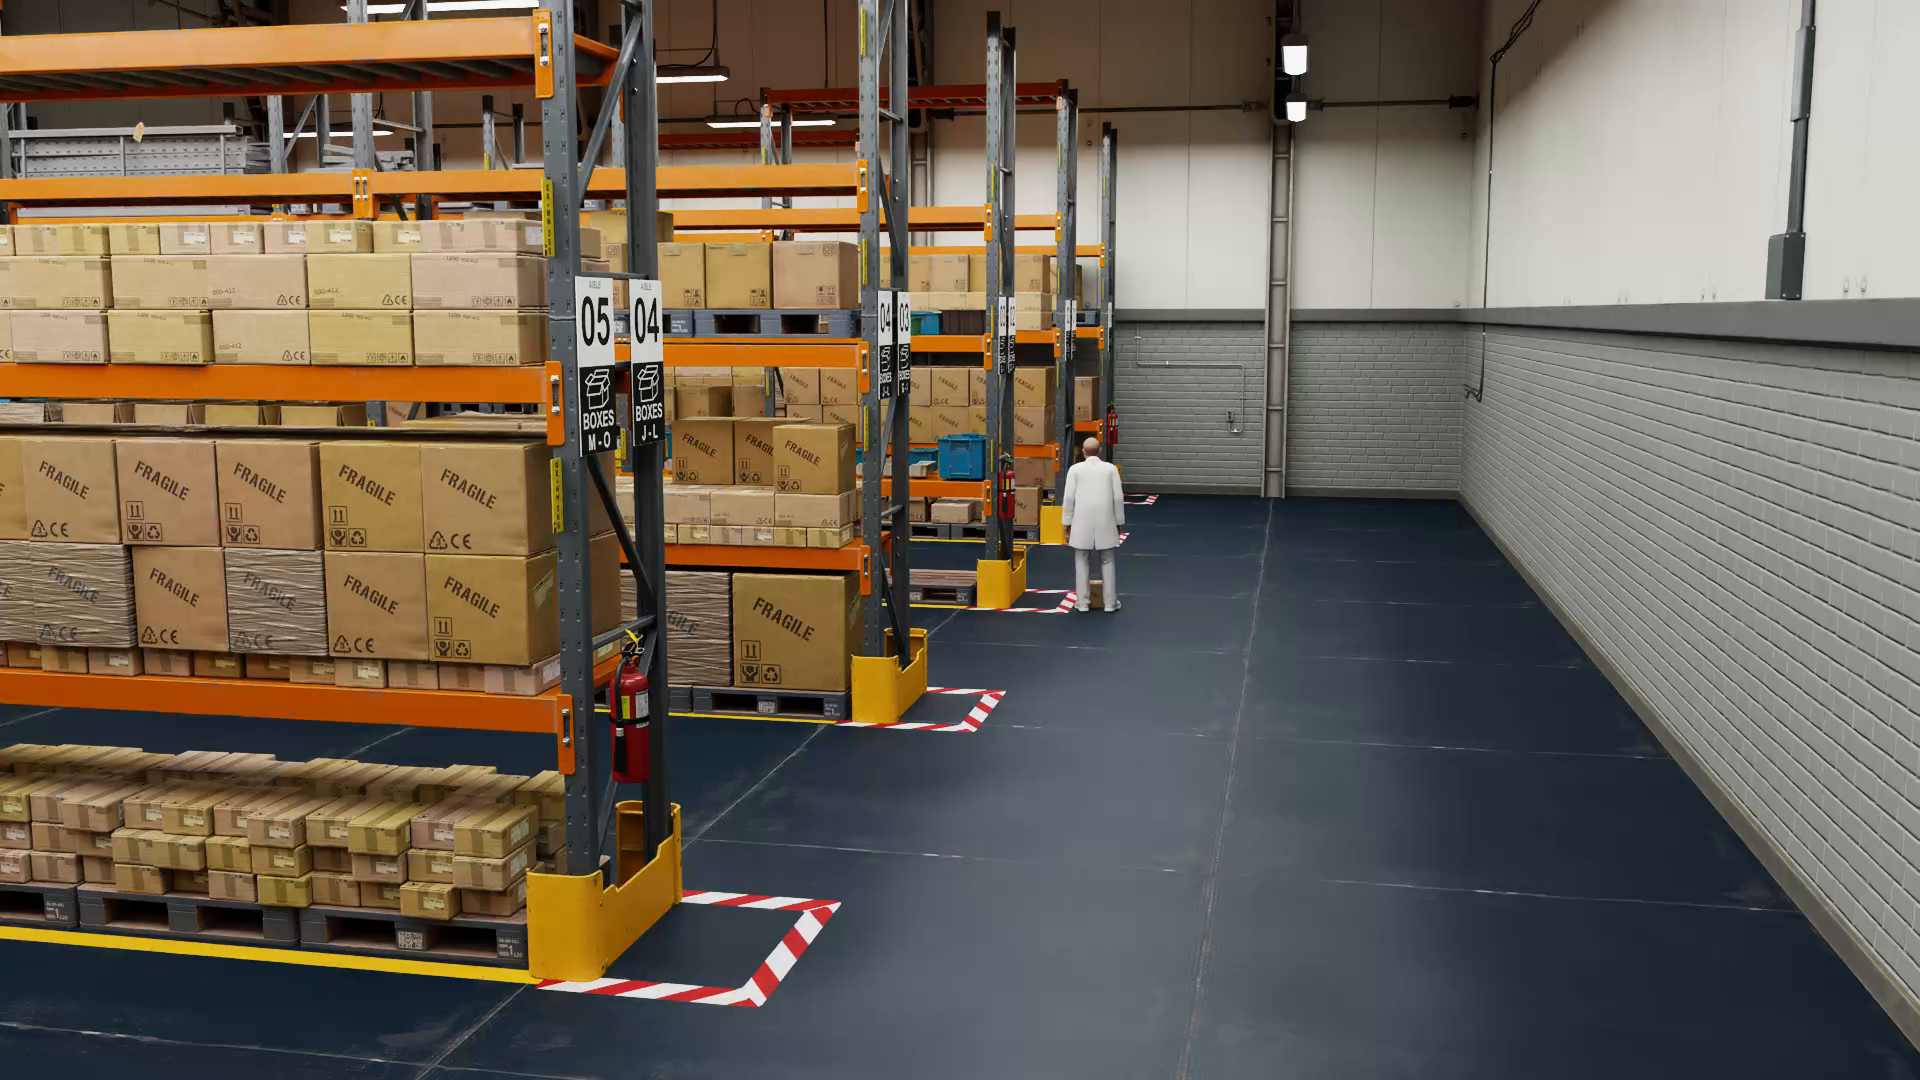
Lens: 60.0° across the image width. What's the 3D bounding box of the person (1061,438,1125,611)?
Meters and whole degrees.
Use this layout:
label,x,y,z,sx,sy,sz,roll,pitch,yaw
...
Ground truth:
label,x,y,z,sx,sy,sz,roll,pitch,yaw
person,1.361,-0.158,17.023,0.651,1.773,0.428,0,8,2
